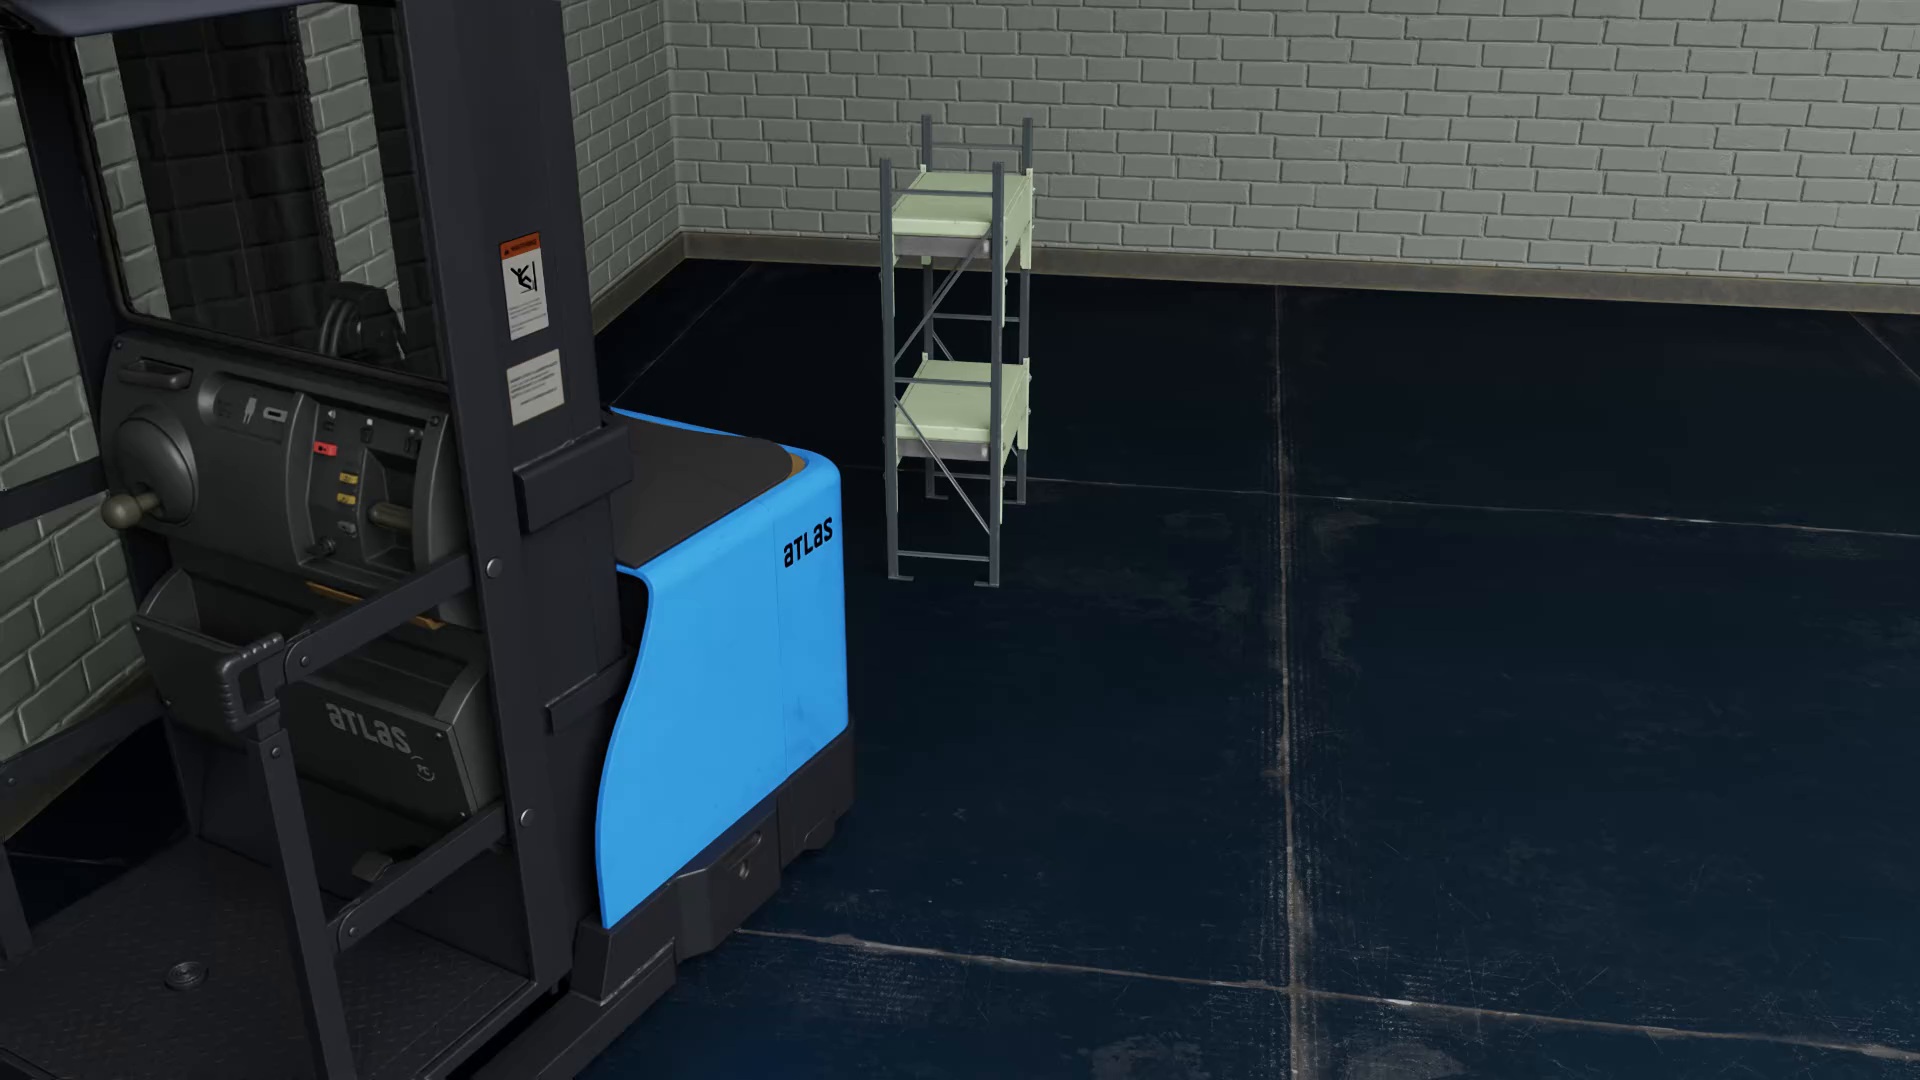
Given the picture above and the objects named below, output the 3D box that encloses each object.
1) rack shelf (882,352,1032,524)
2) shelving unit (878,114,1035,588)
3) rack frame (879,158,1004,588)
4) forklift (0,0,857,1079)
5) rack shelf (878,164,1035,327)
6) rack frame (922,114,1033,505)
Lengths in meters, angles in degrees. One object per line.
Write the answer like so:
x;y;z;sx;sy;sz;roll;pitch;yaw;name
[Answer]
0.001;-0.387;6.076;0.431;0.370;0.720;4;25;9;rack shelf
0.001;-0.682;5.938;0.431;1.500;0.755;4;25;9;shelving unit
-0.059;-0.529;5.611;0.400;1.500;0.023;4;25;9;rack frame
-1.445;-0.122;3.054;1.130;2.935;3.031;13;28;26;forklift
0.001;-1.036;5.773;0.431;0.370;0.720;4;25;9;rack shelf
0.061;-0.835;6.265;0.400;1.500;0.023;4;25;9;rack frame
